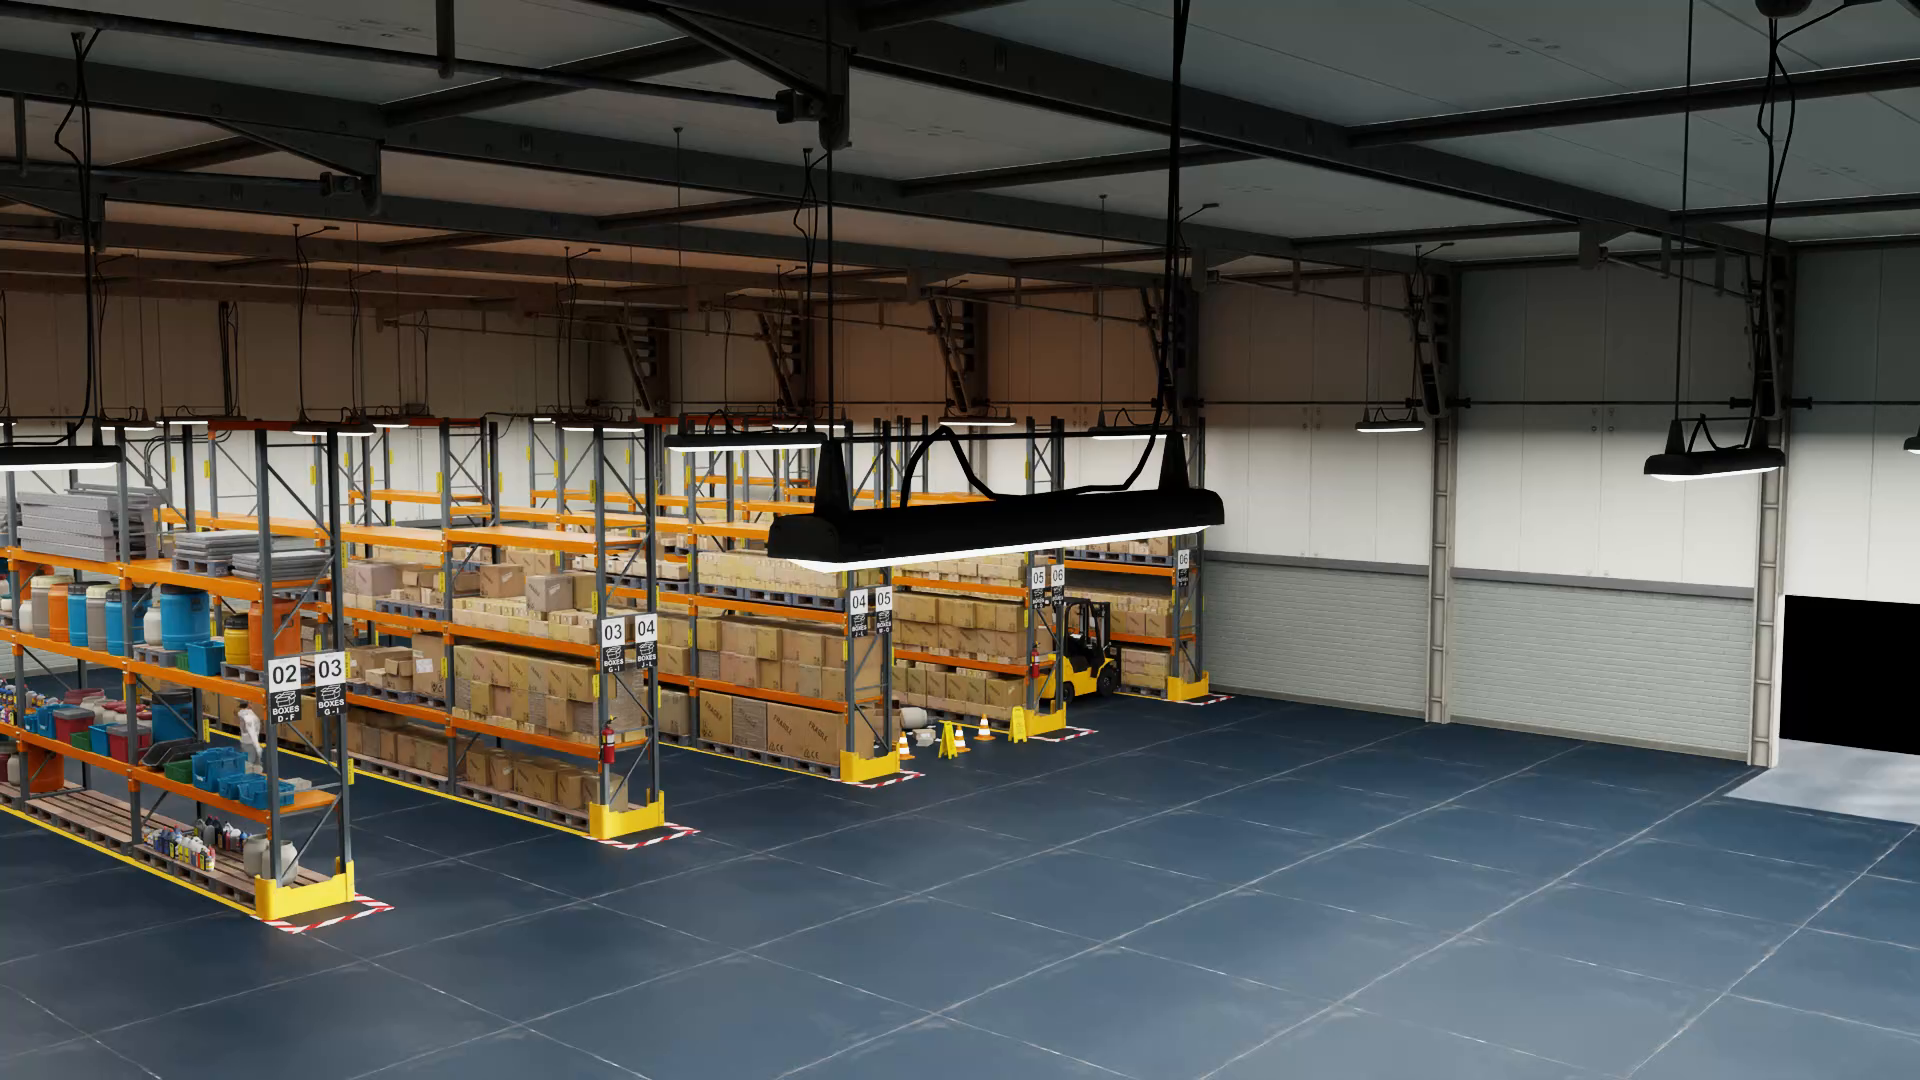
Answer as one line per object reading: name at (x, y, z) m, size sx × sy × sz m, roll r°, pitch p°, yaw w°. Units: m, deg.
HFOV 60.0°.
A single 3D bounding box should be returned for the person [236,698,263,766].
person at (-11.371, 3.308, 26.671) m, size 0.397 × 1.741 × 0.556 m, roll -1°, pitch 5°, yaw -17°
